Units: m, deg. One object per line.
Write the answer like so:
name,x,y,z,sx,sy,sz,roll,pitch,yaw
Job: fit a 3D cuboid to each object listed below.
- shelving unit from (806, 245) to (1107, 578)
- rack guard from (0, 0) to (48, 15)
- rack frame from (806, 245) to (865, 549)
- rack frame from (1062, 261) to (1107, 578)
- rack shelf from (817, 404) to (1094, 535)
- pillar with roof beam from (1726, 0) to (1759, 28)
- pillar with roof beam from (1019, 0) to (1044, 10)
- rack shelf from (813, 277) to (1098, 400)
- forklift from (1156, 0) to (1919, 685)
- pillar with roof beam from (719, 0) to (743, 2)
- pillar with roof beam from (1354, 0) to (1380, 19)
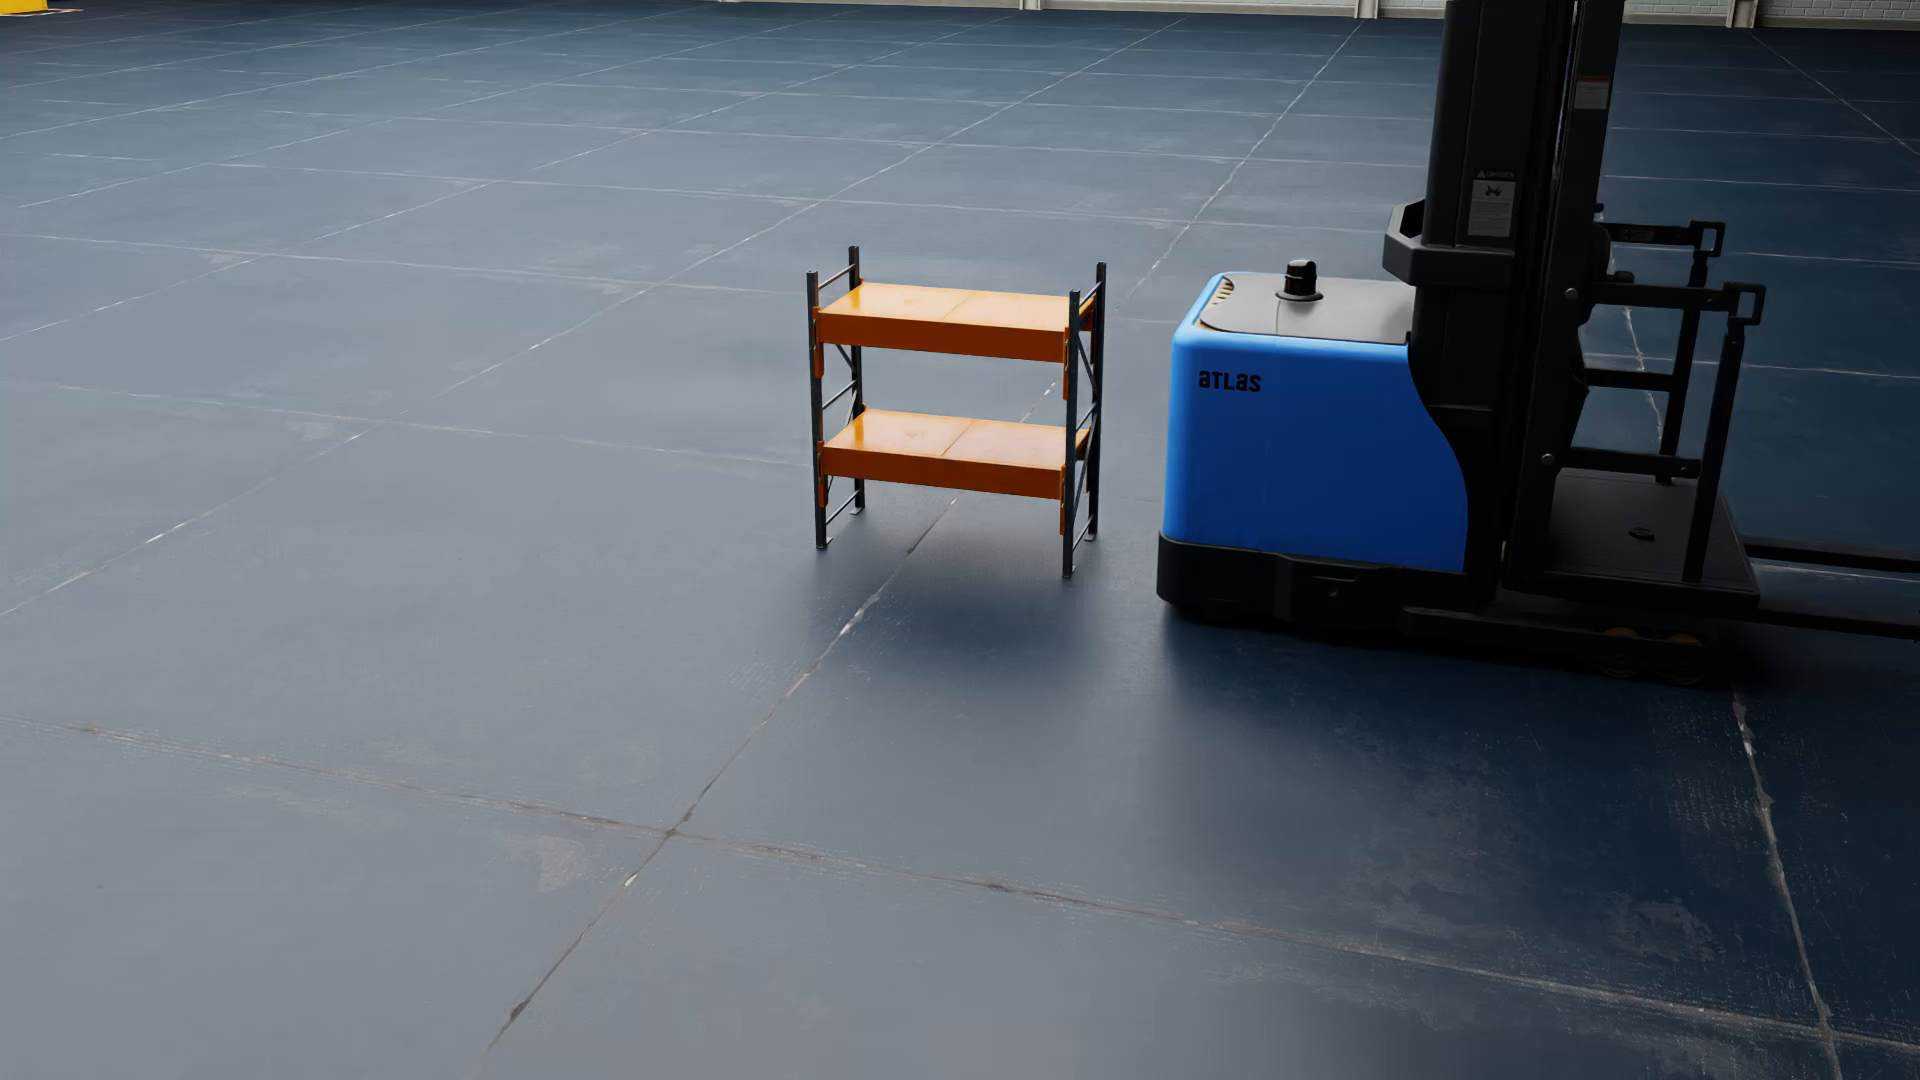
shelving unit,-0.006,-0.521,6.558,1.048,1.125,0.538,7,23,16
rack guard,-17.007,-9.754,29.890,0.348,0.500,1.175,7,23,16
rack frame,-0.493,-0.577,6.694,0.032,1.125,0.500,7,23,16
rack frame,0.480,-0.465,6.422,0.032,1.125,0.500,7,23,16
rack shelf,-0.006,-0.295,6.651,1.000,0.278,0.538,7,23,16
pillar with roof beam,11.567,-11.032,21.808,0.400,9.000,9.100,7,23,16
pillar with roof beam,0.079,-12.348,25.015,0.400,9.000,9.100,7,23,16
rack shelf,-0.006,-0.792,6.447,1.000,0.278,0.538,7,23,16
forklift,2.296,-1.095,5.577,3.031,2.935,1.130,6,23,15
pillar with roof beam,-5.665,-13.006,26.619,0.400,9.000,9.100,7,23,16
pillar with roof beam,5.823,-11.690,23.412,0.400,9.000,9.100,7,23,16
